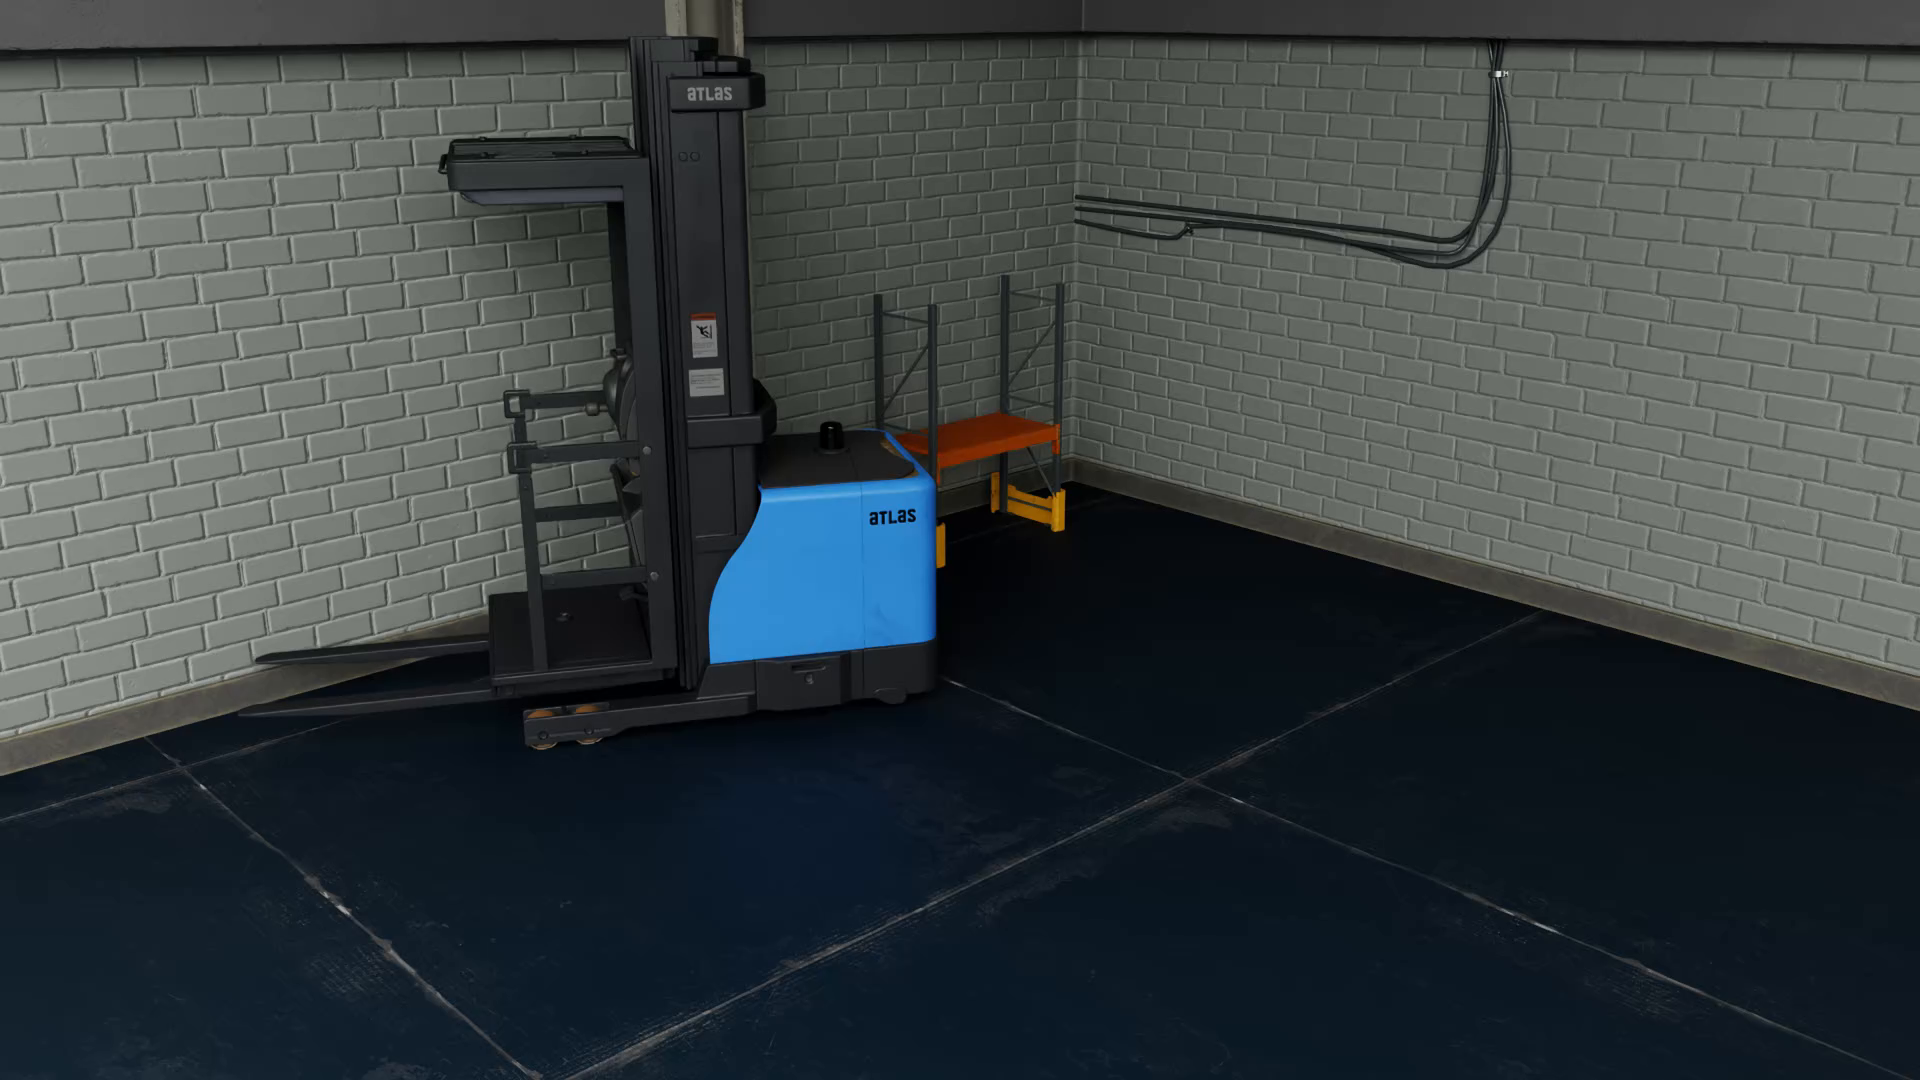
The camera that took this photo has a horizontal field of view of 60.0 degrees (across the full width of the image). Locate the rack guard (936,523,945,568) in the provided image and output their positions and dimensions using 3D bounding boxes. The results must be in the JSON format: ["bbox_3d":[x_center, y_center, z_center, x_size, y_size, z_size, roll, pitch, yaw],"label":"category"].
[{"bbox_3d":[-0.306,-0.030,9.670,0.087,0.250,0.587,-16,24,-41],"label":"rack guard"}]

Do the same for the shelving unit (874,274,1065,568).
[{"bbox_3d":[0.055,-0.730,9.803,1.083,1.500,0.587,-16,24,-41],"label":"shelving unit"}]

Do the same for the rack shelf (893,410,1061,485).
[{"bbox_3d":[0.062,-0.560,9.865,1.000,0.185,0.538,-16,24,-41],"label":"rack shelf"}]

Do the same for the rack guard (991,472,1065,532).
[{"bbox_3d":[0.417,-0.241,10.321,0.087,0.250,0.587,-16,24,-41],"label":"rack guard"}]

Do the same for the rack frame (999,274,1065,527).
[{"bbox_3d":[0.431,-0.839,10.141,0.032,1.500,0.500,-16,24,-41],"label":"rack frame"}]

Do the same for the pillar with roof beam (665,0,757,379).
[{"bbox_3d":[1.631,-3.060,4.834,0.400,9.000,9.100,-16,24,-41],"label":"pillar with roof beam"}]

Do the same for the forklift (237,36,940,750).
[{"bbox_3d":[-1.669,-0.669,7.295,3.031,2.935,1.130,-5,19,-15],"label":"forklift"}]

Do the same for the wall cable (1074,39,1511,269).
[{"bbox_3d":[1.722,-2.876,9.299,0.112,2.526,3.097,-16,24,-41],"label":"wall cable"}]

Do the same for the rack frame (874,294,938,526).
[{"bbox_3d":[-0.307,-0.624,9.477,0.032,1.500,0.500,-16,24,-41],"label":"rack frame"}]
